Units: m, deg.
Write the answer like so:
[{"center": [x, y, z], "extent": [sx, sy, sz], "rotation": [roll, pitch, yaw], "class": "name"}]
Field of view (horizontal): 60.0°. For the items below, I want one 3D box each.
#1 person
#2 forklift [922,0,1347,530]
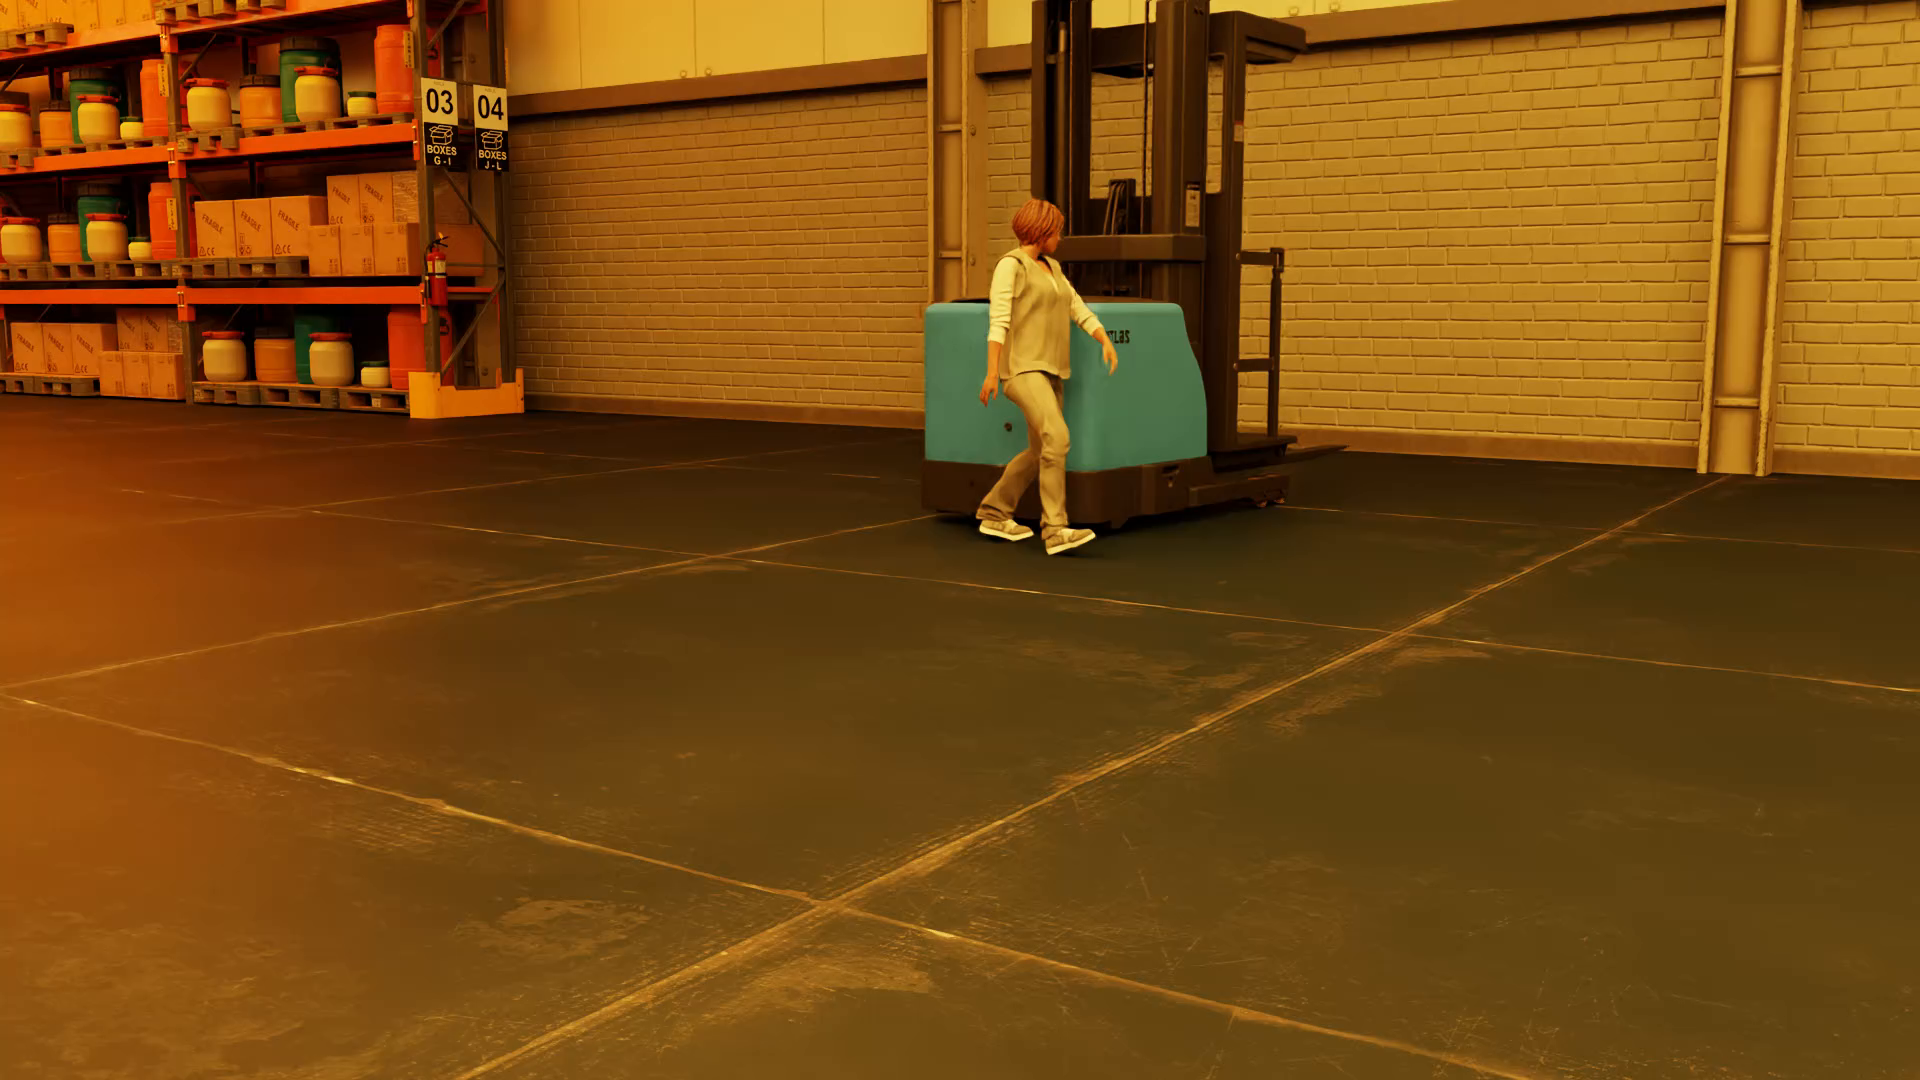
[{"center": [0.314, -0.708, 7.211], "extent": [0.761, 1.516, 0.545], "rotation": [5, 9, 31], "class": "person"}, {"center": [1.124, -1.659, 8.862], "extent": [1.130, 2.935, 3.031], "rotation": [6, 10, 38], "class": "forklift"}]
